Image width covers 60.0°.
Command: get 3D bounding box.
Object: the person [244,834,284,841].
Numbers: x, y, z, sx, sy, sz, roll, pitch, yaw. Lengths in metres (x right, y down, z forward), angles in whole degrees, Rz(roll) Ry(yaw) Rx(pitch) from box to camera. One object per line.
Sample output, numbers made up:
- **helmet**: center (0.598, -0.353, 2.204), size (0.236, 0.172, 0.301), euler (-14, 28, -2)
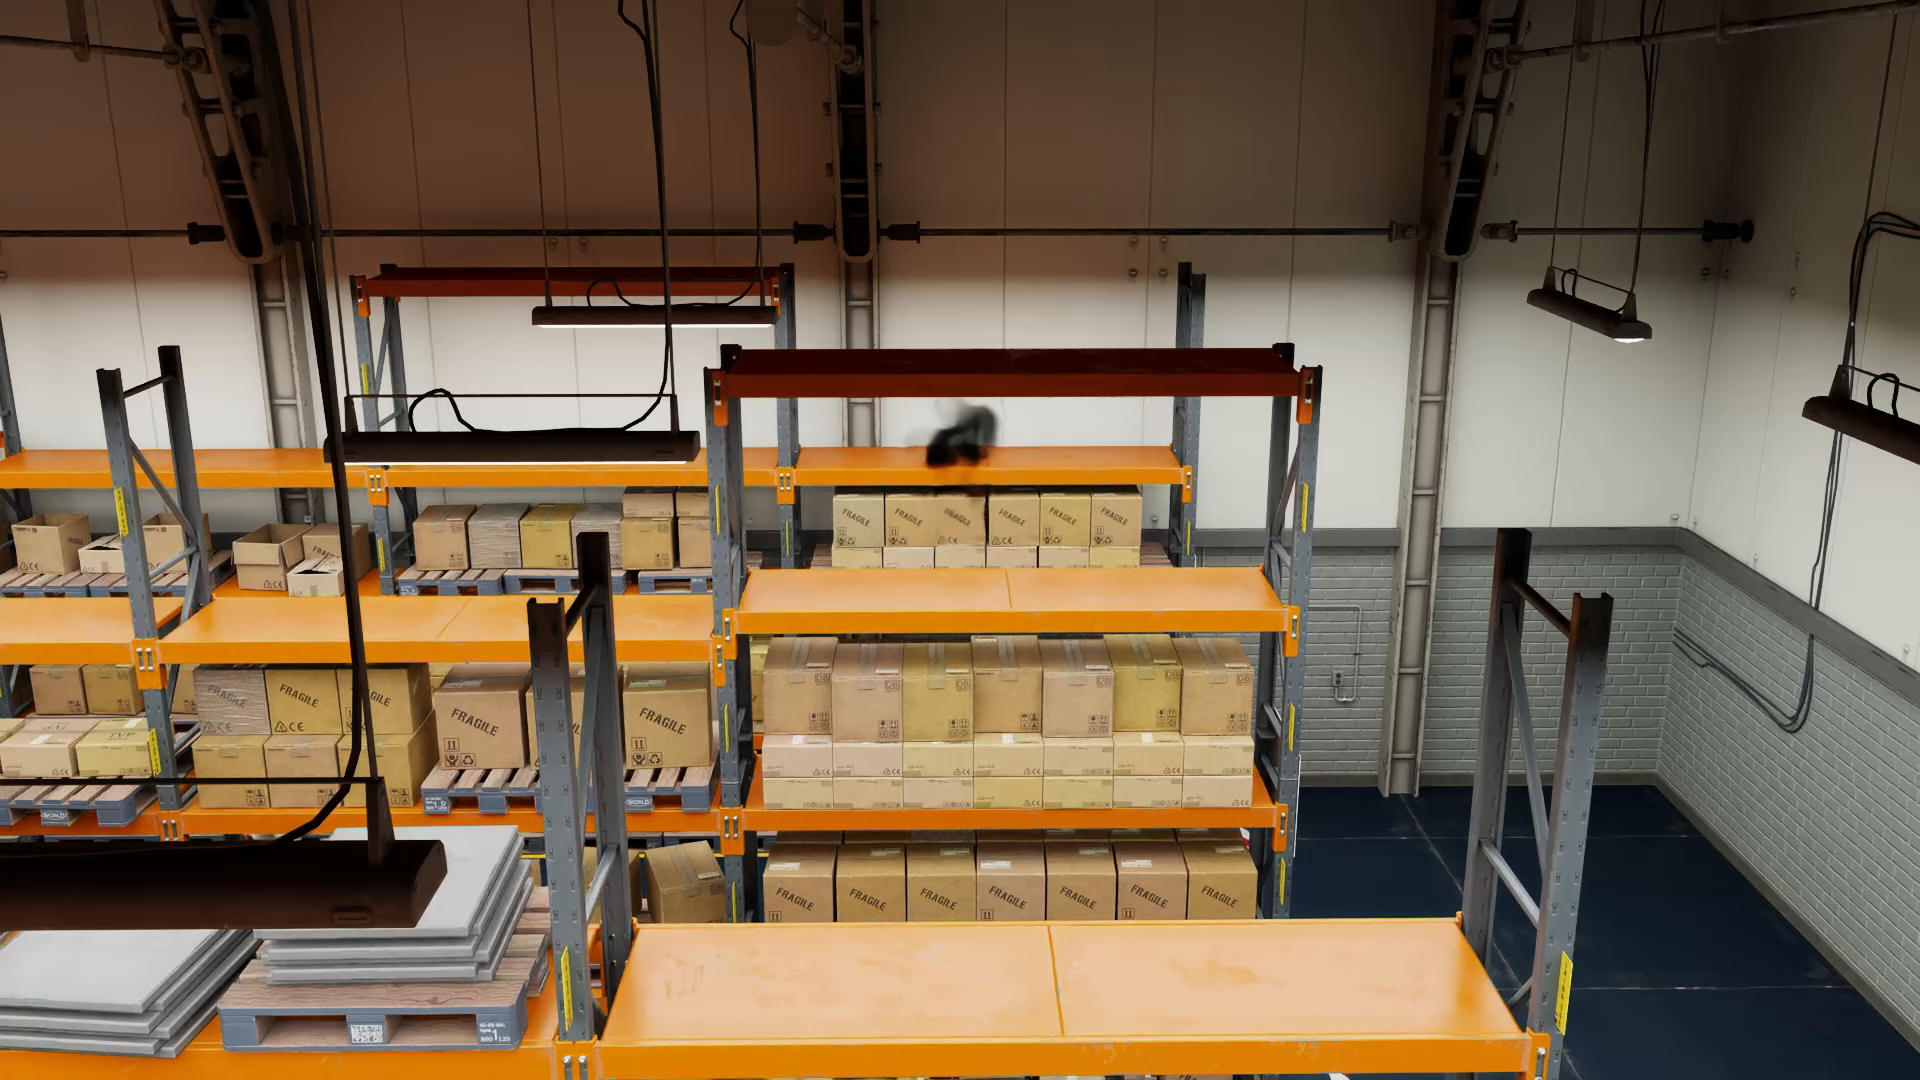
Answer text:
- **person**: center (-6.307, 2.989, 15.158), size (0.634, 1.733, 0.698), euler (-3, 16, -9)
